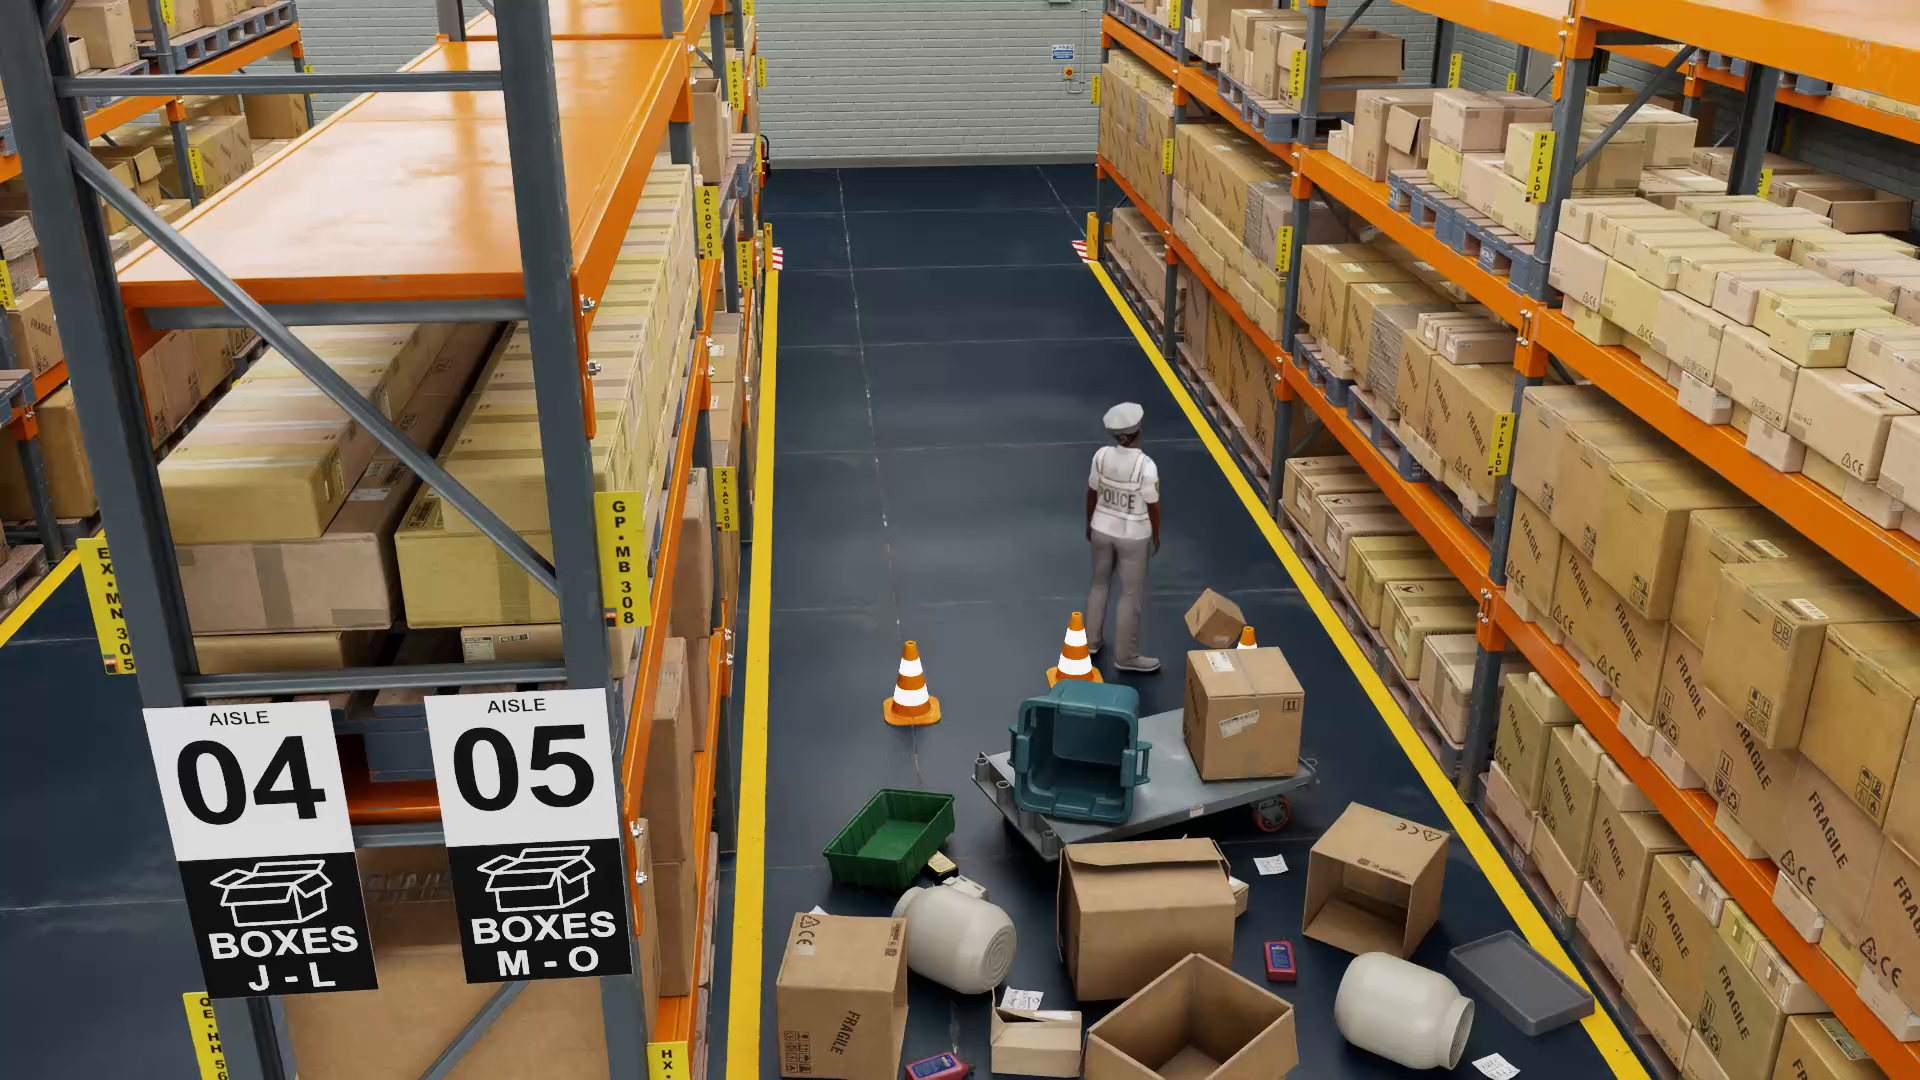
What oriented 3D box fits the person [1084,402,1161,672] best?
[{"bbox_3d":[1.014,-0.023,10.280,0.585,1.686,0.368,16,28,31],"label":"person"}]
